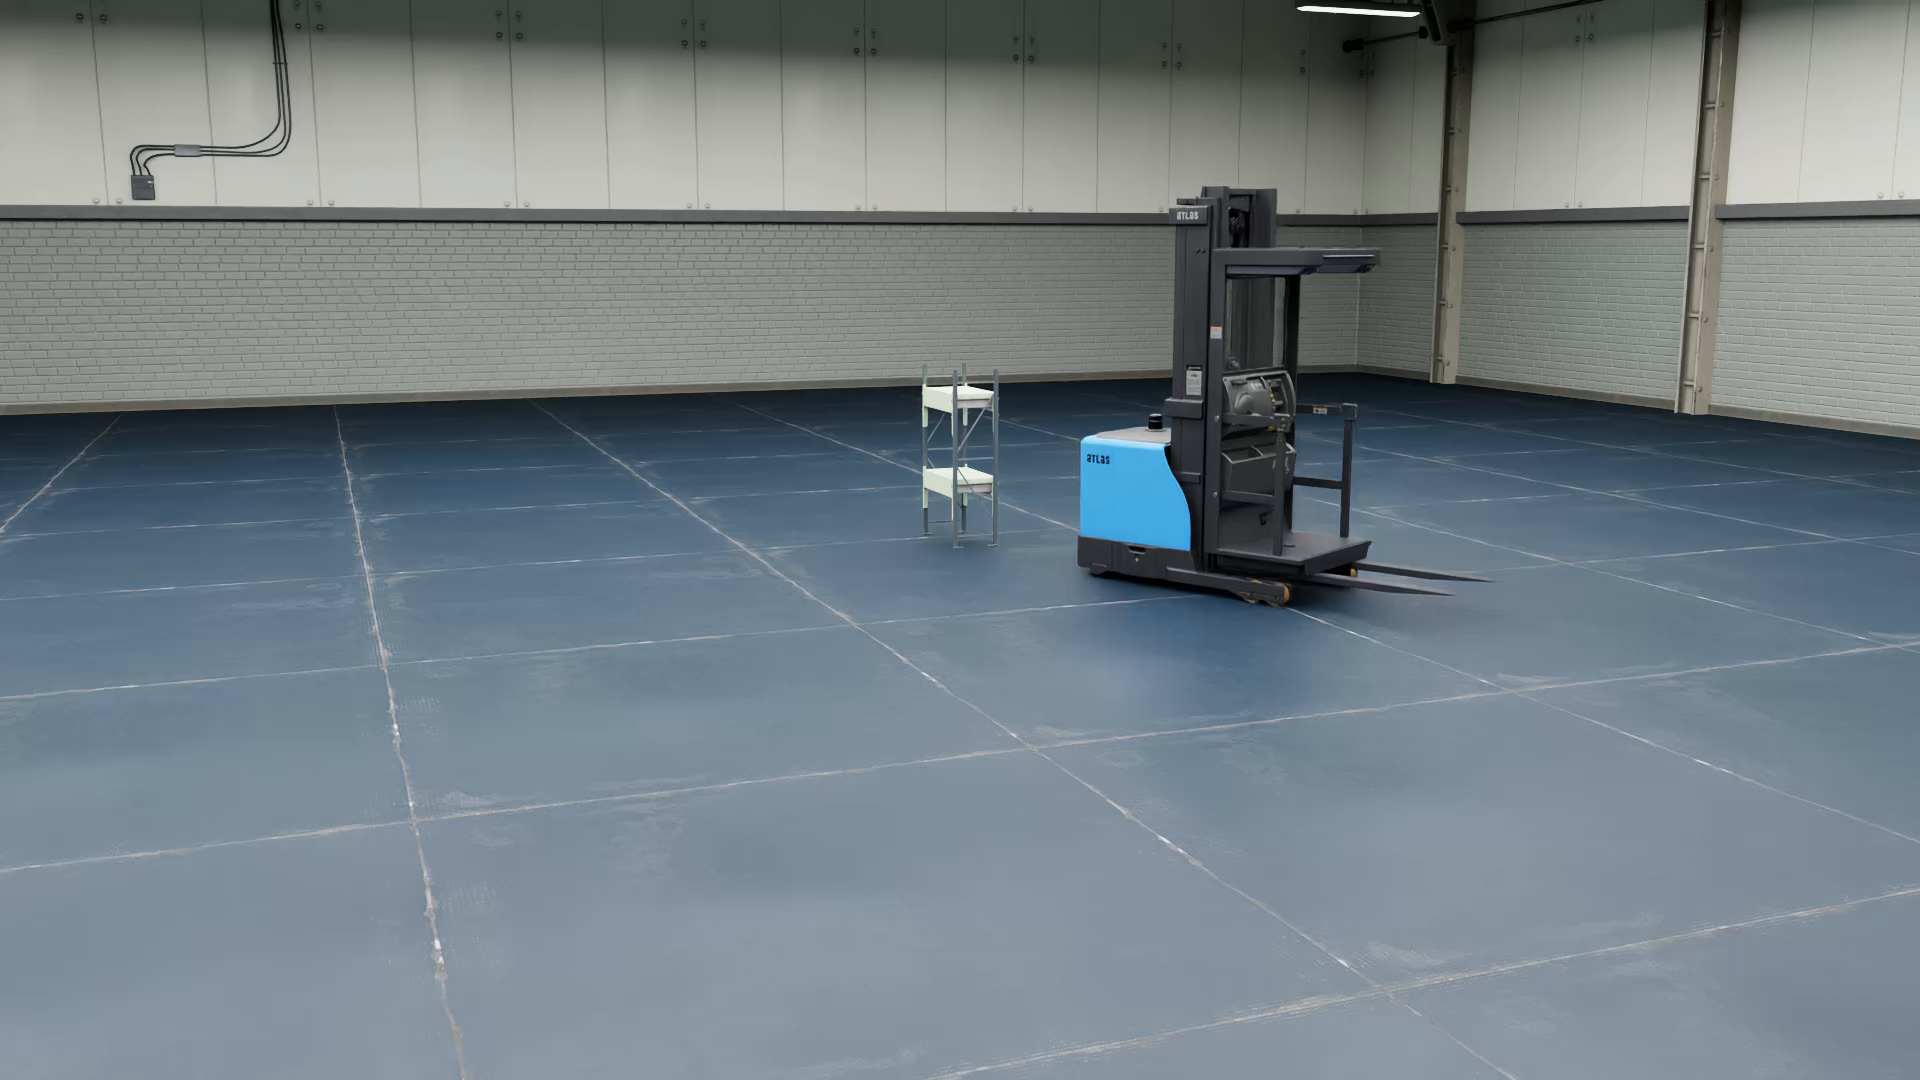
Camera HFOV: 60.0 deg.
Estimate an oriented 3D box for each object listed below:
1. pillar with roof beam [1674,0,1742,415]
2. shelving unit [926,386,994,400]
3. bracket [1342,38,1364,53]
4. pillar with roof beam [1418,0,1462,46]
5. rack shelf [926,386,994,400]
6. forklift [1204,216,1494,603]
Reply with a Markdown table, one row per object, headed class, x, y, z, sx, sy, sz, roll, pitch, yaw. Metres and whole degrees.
| class | x | y | z | sx | sy | sz | roll | pitch | yaw |
| --- | --- | --- | --- | --- | --- | --- | --- | --- | --- |
| pillar with roof beam | 7.096 | -6.083 | 22.920 | 9.100 | 9.000 | 0.548 | -4 | 11 | -21 |
| shelving unit | -0.002 | -1.255 | 14.203 | 0.368 | 0.052 | 0.686 | -4 | 11 | -21 |
| bracket | 7.594 | -9.539 | 32.076 | 0.235 | 0.232 | 0.430 | -4 | 11 | -21 |
| pillar with roof beam | 4.743 | -10.010 | 27.831 | 8.718 | 2.987 | 0.548 | -4 | 11 | -21 |
| rack shelf | -0.002 | -1.255 | 14.203 | 0.368 | 0.052 | 0.686 | -4 | 11 | -21 |
| forklift | 2.686 | -0.927 | 11.829 | 2.170 | 2.733 | 1.118 | 9 | 13 | 40 |
